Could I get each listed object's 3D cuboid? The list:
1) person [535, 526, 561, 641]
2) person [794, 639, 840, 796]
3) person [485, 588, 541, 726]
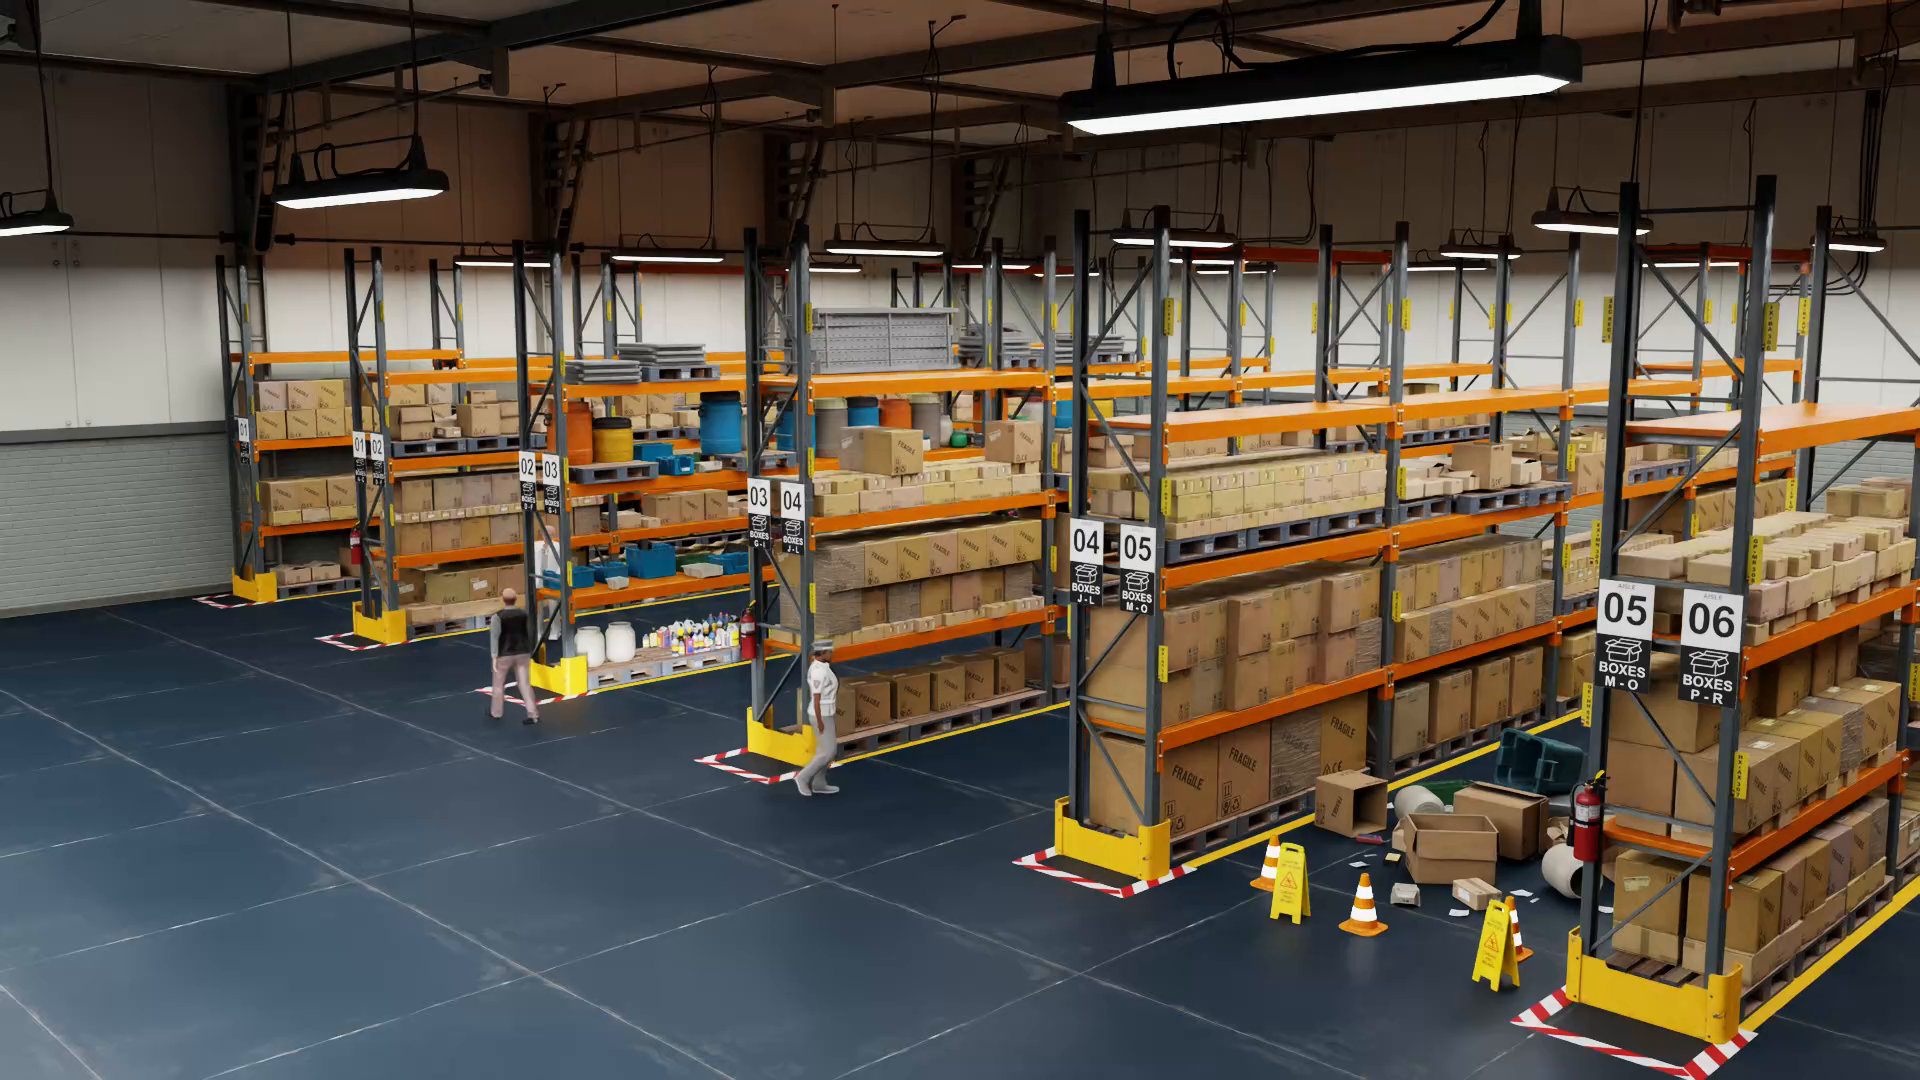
[{"bbox_3d":[-6.343,0.707,25.508,0.611,1.842,0.640,0,8,2],"label":"person"},{"bbox_3d":[-1.517,1.878,17.555,0.466,1.658,0.568,0,8,-1],"label":"person"},{"bbox_3d":[-5.539,1.435,20.553,0.558,1.699,0.926,-5,9,-31],"label":"person"}]
